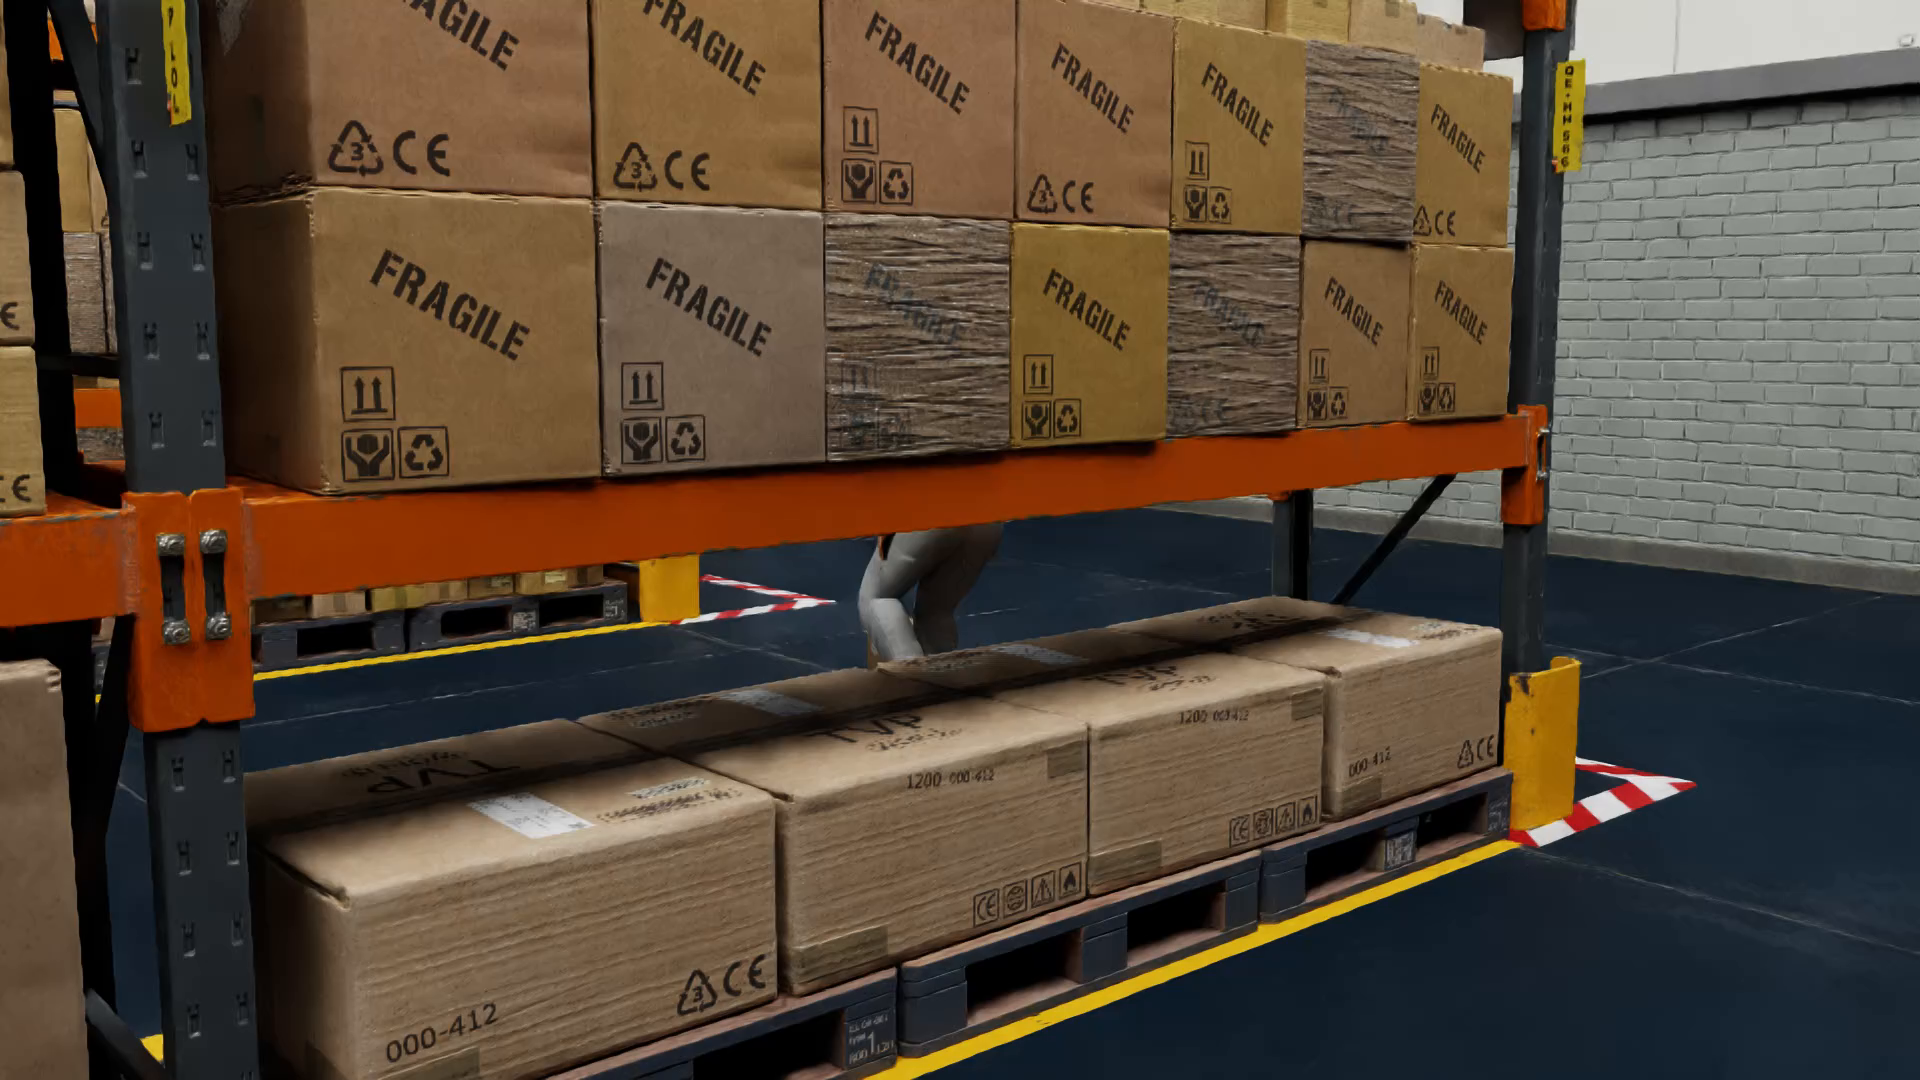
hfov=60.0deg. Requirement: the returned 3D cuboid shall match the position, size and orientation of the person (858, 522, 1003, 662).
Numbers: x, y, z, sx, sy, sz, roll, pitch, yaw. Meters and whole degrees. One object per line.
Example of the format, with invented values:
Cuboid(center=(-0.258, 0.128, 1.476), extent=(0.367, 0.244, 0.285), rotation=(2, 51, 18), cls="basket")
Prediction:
Cuboid(center=(-0.107, -0.062, 6.339), extent=(0.632, 1.644, 0.454), rotation=(-6, 10, -41), cls="person")
